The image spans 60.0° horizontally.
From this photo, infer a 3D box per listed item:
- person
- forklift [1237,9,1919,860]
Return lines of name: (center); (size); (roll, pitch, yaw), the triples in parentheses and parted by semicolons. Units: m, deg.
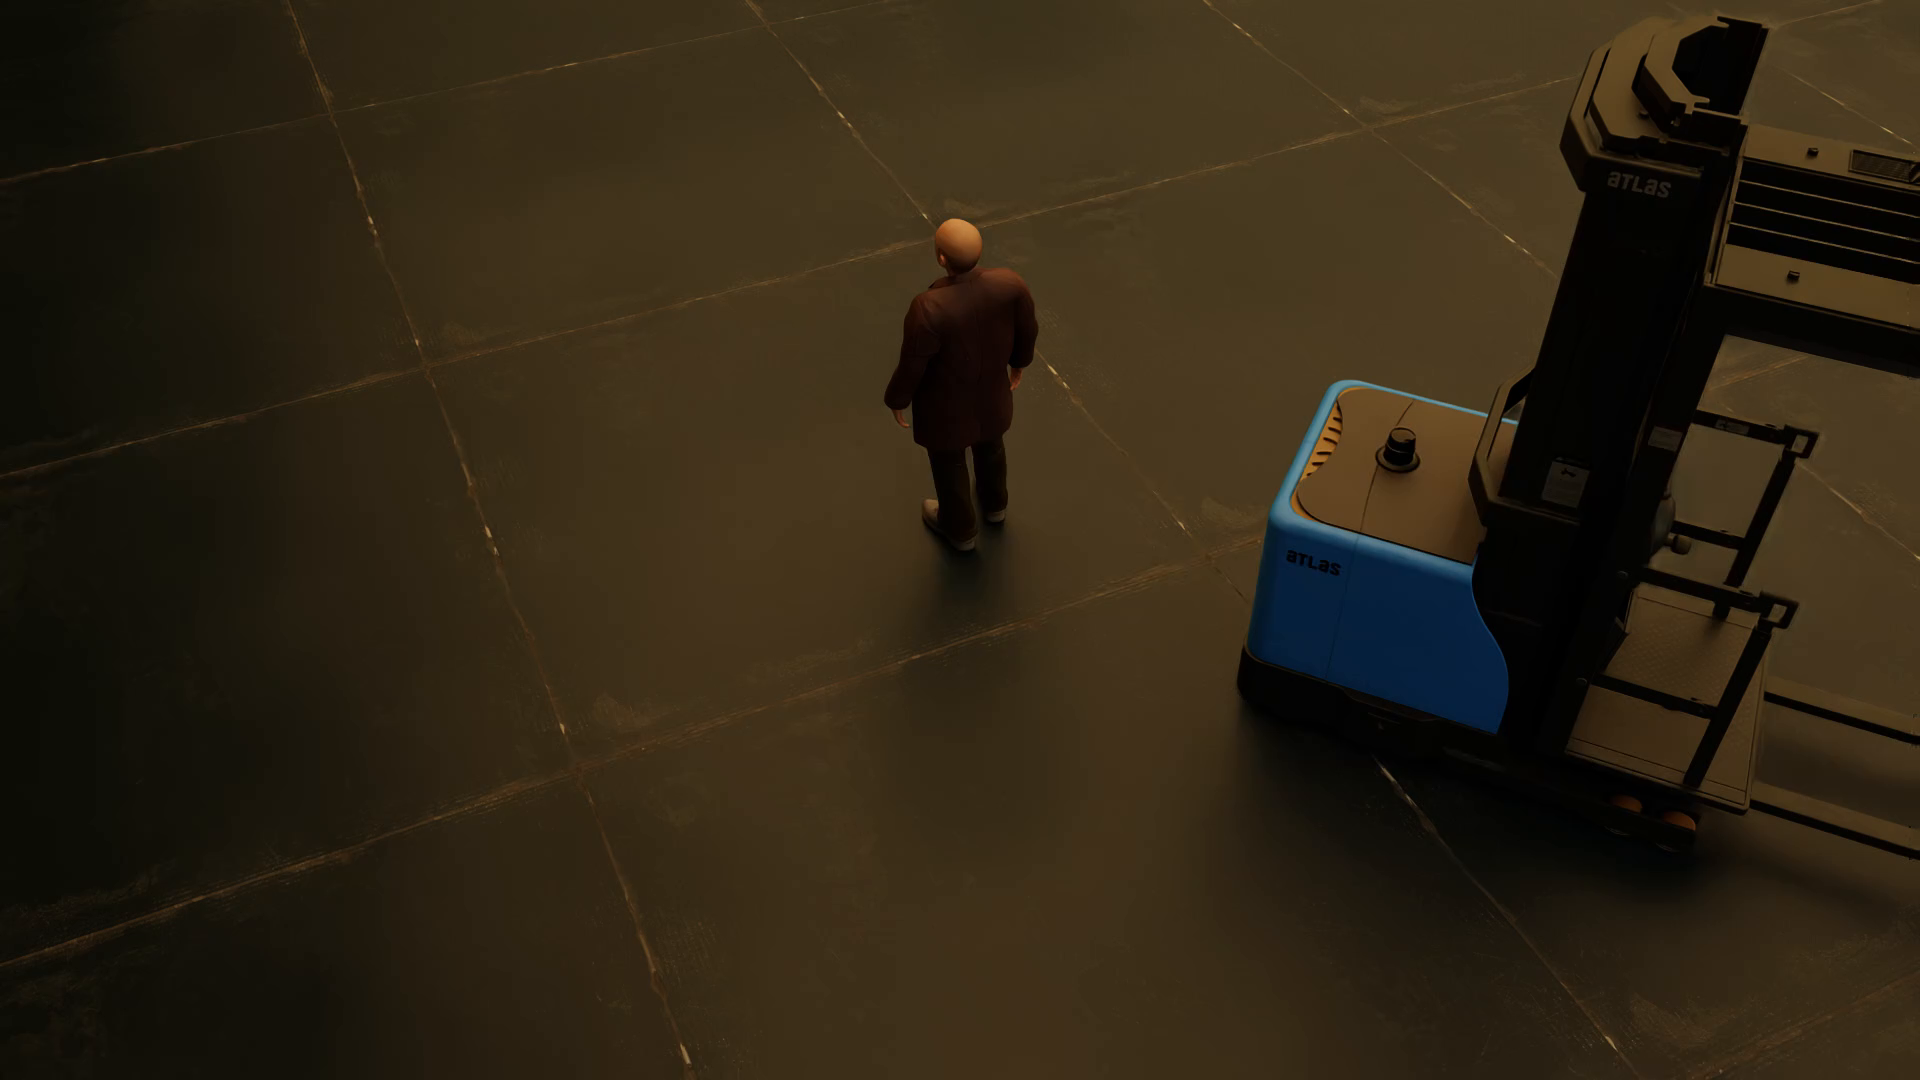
person: (-0.035, -0.714, 7.281); (0.694, 1.775, 0.576); (-18, 46, -18)
forklift: (2.739, -0.267, 5.966); (3.031, 2.935, 1.130); (17, 46, 18)
